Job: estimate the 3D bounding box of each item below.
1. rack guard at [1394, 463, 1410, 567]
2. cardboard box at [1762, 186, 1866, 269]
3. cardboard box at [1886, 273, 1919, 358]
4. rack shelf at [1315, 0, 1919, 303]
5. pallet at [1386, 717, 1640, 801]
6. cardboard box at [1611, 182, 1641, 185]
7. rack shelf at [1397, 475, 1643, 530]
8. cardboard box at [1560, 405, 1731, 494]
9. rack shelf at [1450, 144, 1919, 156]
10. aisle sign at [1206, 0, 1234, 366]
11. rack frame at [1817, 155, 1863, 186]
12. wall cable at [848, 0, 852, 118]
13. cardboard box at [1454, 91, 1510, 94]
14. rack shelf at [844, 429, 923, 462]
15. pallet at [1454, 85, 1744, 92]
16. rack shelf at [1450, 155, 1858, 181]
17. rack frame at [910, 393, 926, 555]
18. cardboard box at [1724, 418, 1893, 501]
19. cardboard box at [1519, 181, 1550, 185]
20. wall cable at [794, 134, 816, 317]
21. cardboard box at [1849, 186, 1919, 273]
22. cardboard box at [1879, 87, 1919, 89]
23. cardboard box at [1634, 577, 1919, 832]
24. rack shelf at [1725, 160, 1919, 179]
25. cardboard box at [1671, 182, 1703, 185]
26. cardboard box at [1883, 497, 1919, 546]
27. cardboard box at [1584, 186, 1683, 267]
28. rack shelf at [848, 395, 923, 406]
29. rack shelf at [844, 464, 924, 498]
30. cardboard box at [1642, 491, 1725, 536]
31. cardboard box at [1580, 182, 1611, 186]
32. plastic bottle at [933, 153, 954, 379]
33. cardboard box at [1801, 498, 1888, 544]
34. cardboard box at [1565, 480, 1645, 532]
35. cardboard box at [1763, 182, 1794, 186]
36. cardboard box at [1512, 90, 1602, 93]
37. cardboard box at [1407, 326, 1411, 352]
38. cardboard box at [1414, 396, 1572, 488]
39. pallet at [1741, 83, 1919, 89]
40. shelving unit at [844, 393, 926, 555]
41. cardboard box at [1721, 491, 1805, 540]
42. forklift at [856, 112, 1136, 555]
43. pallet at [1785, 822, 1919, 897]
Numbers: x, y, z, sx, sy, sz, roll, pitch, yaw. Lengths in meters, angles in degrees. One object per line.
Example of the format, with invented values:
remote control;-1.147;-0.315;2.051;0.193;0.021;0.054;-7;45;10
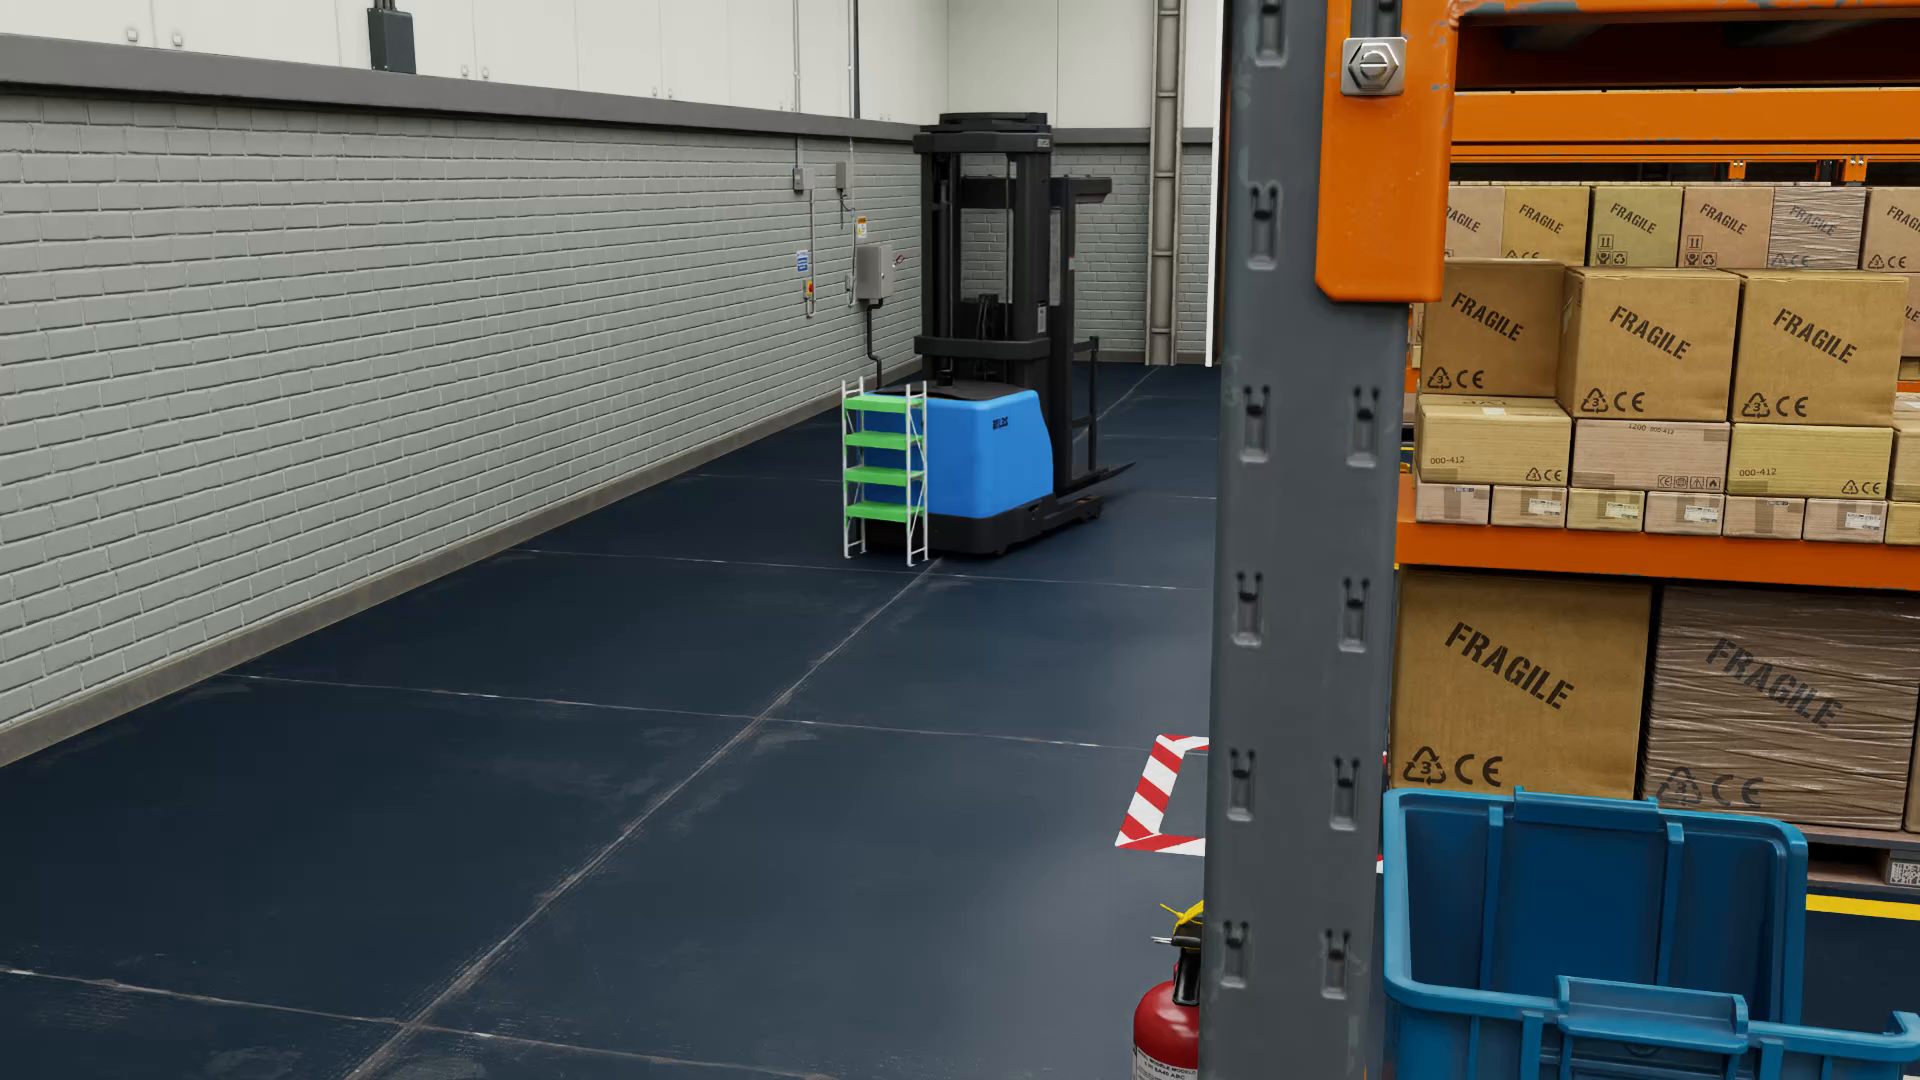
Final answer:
rack guard;2.911;-0.193;11.451;0.348;0.500;1.175;3;13;14
cardboard box;5.203;-1.915;10.214;0.500;0.500;0.500;3;13;15
cardboard box;5.680;-1.397;10.188;0.500;0.500;0.500;3;13;12
rack shelf;2.306;-0.348;1.112;4.000;0.370;1.077;3;13;14
pallet;2.346;1.006;6.710;1.213;0.211;1.003;3;13;14
cardboard box;5.965;-3.148;14.961;0.250;0.149;0.380;3;13;14
rack shelf;3.493;-0.055;6.102;3.809;0.052;0.919;3;13;14
cardboard box;2.459;-0.345;6.021;0.500;0.250;0.500;3;13;13
rack shelf;4.779;-2.427;10.484;4.000;0.370;1.077;3;13;14
aisle sign;0.223;-0.549;1.280;0.004;0.787;0.394;3;13;14
rack frame;7.809;-2.256;14.978;0.127;3.000;1.000;3;13;14
wall cable;-1.482;-5.787;17.040;0.029;3.000;2.355;3;13;14
cardboard box;3.212;-2.732;10.543;0.500;0.250;0.500;4;13;16
rack shelf;-0.497;-0.627;10.978;0.480;0.148;0.258;7;14;28
pallet;2.274;-1.765;6.042;1.213;0.211;1.003;3;13;14
rack shelf;5.867;-3.473;15.199;4.000;0.370;1.077;3;13;14
rack frame;-0.281;-0.430;10.903;0.006;1.046;0.228;7;14;28
cardboard box;2.946;-0.318;5.901;0.500;0.250;0.500;3;13;12
cardboard box;5.228;-3.192;15.160;0.250;0.149;0.380;3;13;14
wall cable;-1.555;-3.263;17.097;0.123;1.953;0.585;3;13;14
cardboard box;5.697;-1.886;10.081;0.500;0.500;0.500;3;13;12
cardboard box;5.698;-2.598;9.941;0.500;0.250;0.500;3;13;13
cardboard box;3.075;0.516;6.419;0.875;0.875;0.875;3;13;14
rack shelf;10.936;-4.310;18.969;4.000;0.370;1.077;3;13;14
cardboard box;6.462;-3.125;14.858;0.250;0.149;0.380;3;13;13
cardboard box;3.310;-0.090;5.794;0.250;0.149;0.380;3;13;12
cardboard box;4.201;-1.964;10.436;0.500;0.500;0.500;3;13;12
rack shelf;-0.497;-0.914;10.914;0.457;0.021;0.221;7;14;28
rack shelf;-0.497;-0.393;11.030;0.480;0.148;0.258;7;14;28
cardboard box;2.568;-0.130;5.974;0.250;0.149;0.380;3;13;13
cardboard box;5.699;-3.152;14.976;0.250;0.149;0.380;3;13;12
plastic bottle;7.211;-1.268;10.522;15.027;2.616;20.093;3;13;14
cardboard box;3.065;-0.103;5.854;0.250;0.149;0.380;3;13;13
cardboard box;2.315;-0.143;6.034;0.250;0.149;0.380;3;13;12
cardboard box;7.204;-3.096;14.724;0.250;0.149;0.380;3;13;15
cardboard box;3.722;-2.704;10.415;0.500;0.250;0.500;3;13;15
cardboard box;5.682;-2.443;20.612;0.637;0.503;0.797;3;13;11
cardboard box;1.952;-0.370;6.137;0.500;0.250;0.500;3;13;12
pallet;3.462;-1.702;5.759;1.213;0.211;1.003;3;13;14
shelving unit;-0.493;-0.455;11.014;0.487;1.046;0.258;7;14;28
cardboard box;2.815;-0.117;5.914;0.250;0.149;0.380;3;13;12
forklift;0.426;-1.602;12.187;1.130;2.935;3.031;7;14;28
pallet;3.527;1.070;6.423;1.213;0.211;1.003;3;13;14
